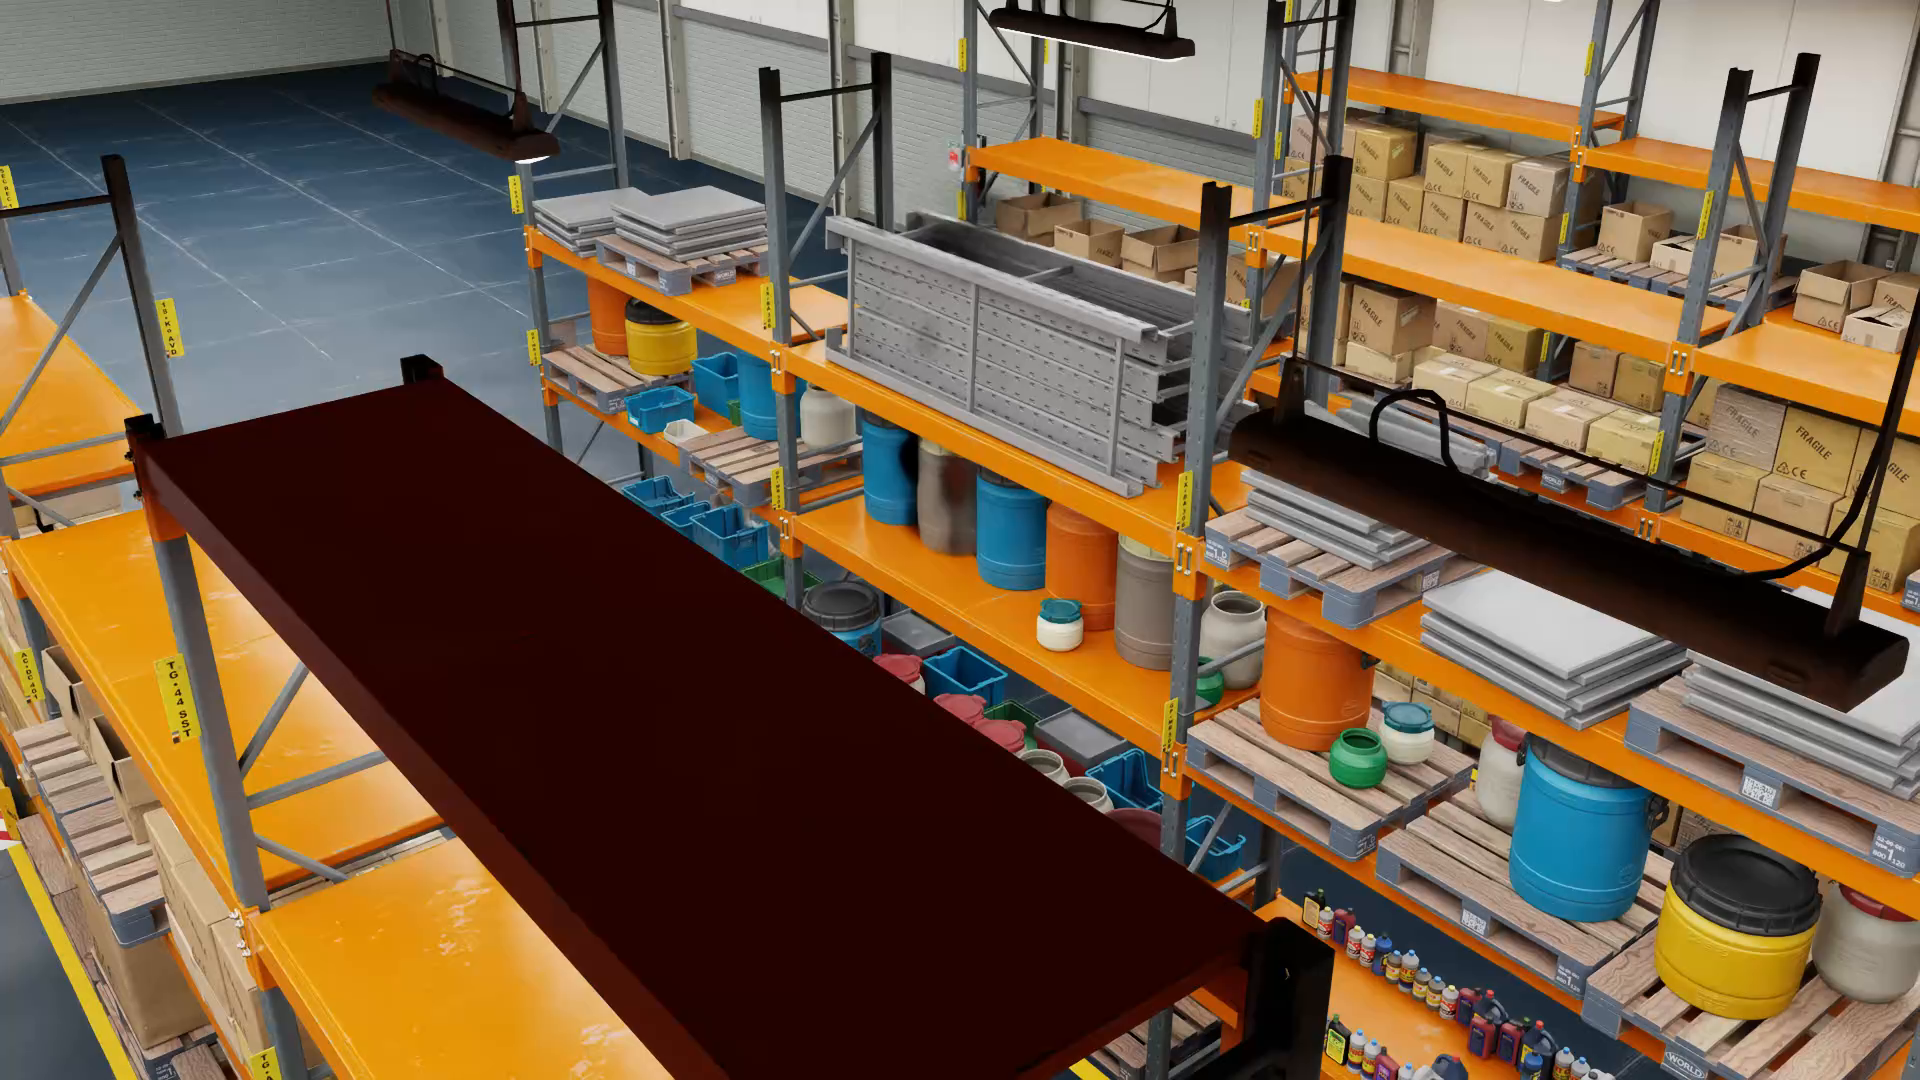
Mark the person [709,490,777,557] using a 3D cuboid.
[{"bbox_3d":[-2.375,-0.480,17.352,0.846,1.724,0.575,-5,26,-10],"label":"person"}]
